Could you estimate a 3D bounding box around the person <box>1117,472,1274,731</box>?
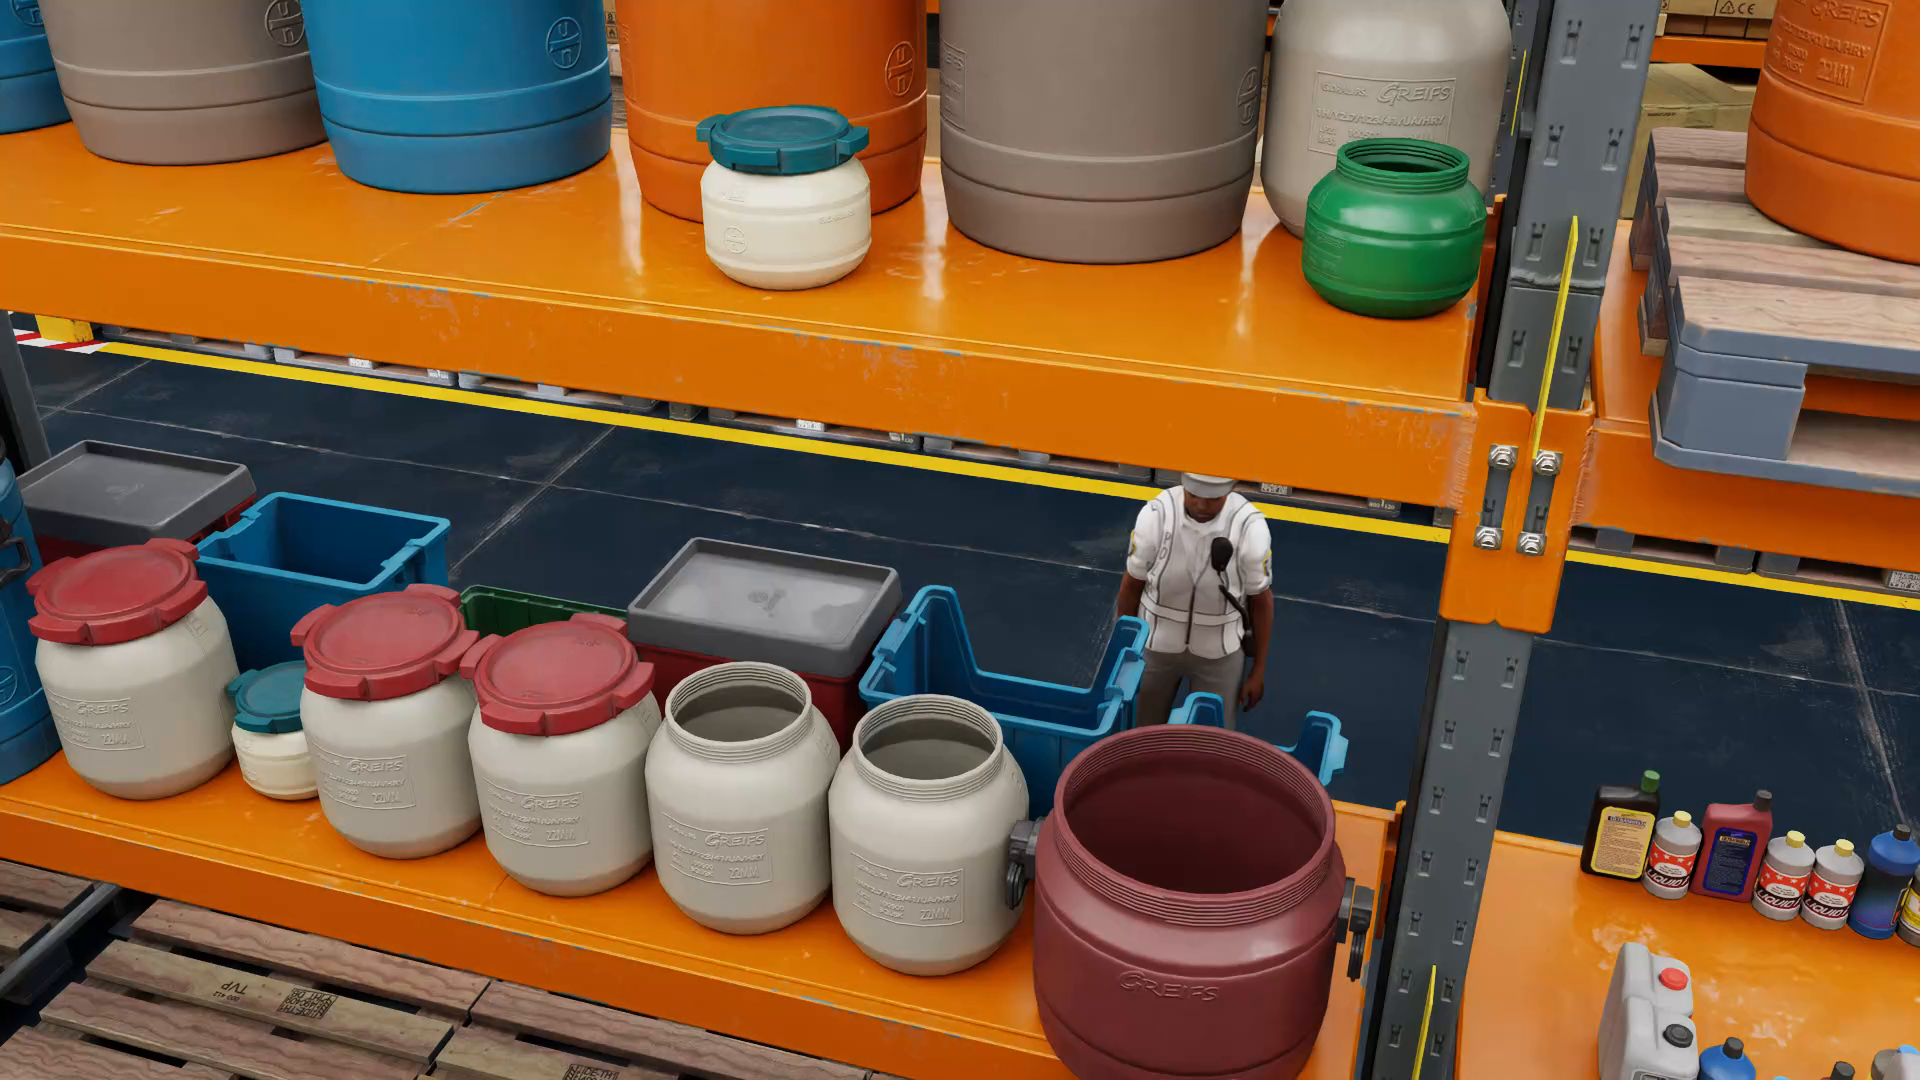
[{"bbox_3d":[0.737,0.392,5.429,0.526,1.661,0.418,8,30,13],"label":"person"}]
